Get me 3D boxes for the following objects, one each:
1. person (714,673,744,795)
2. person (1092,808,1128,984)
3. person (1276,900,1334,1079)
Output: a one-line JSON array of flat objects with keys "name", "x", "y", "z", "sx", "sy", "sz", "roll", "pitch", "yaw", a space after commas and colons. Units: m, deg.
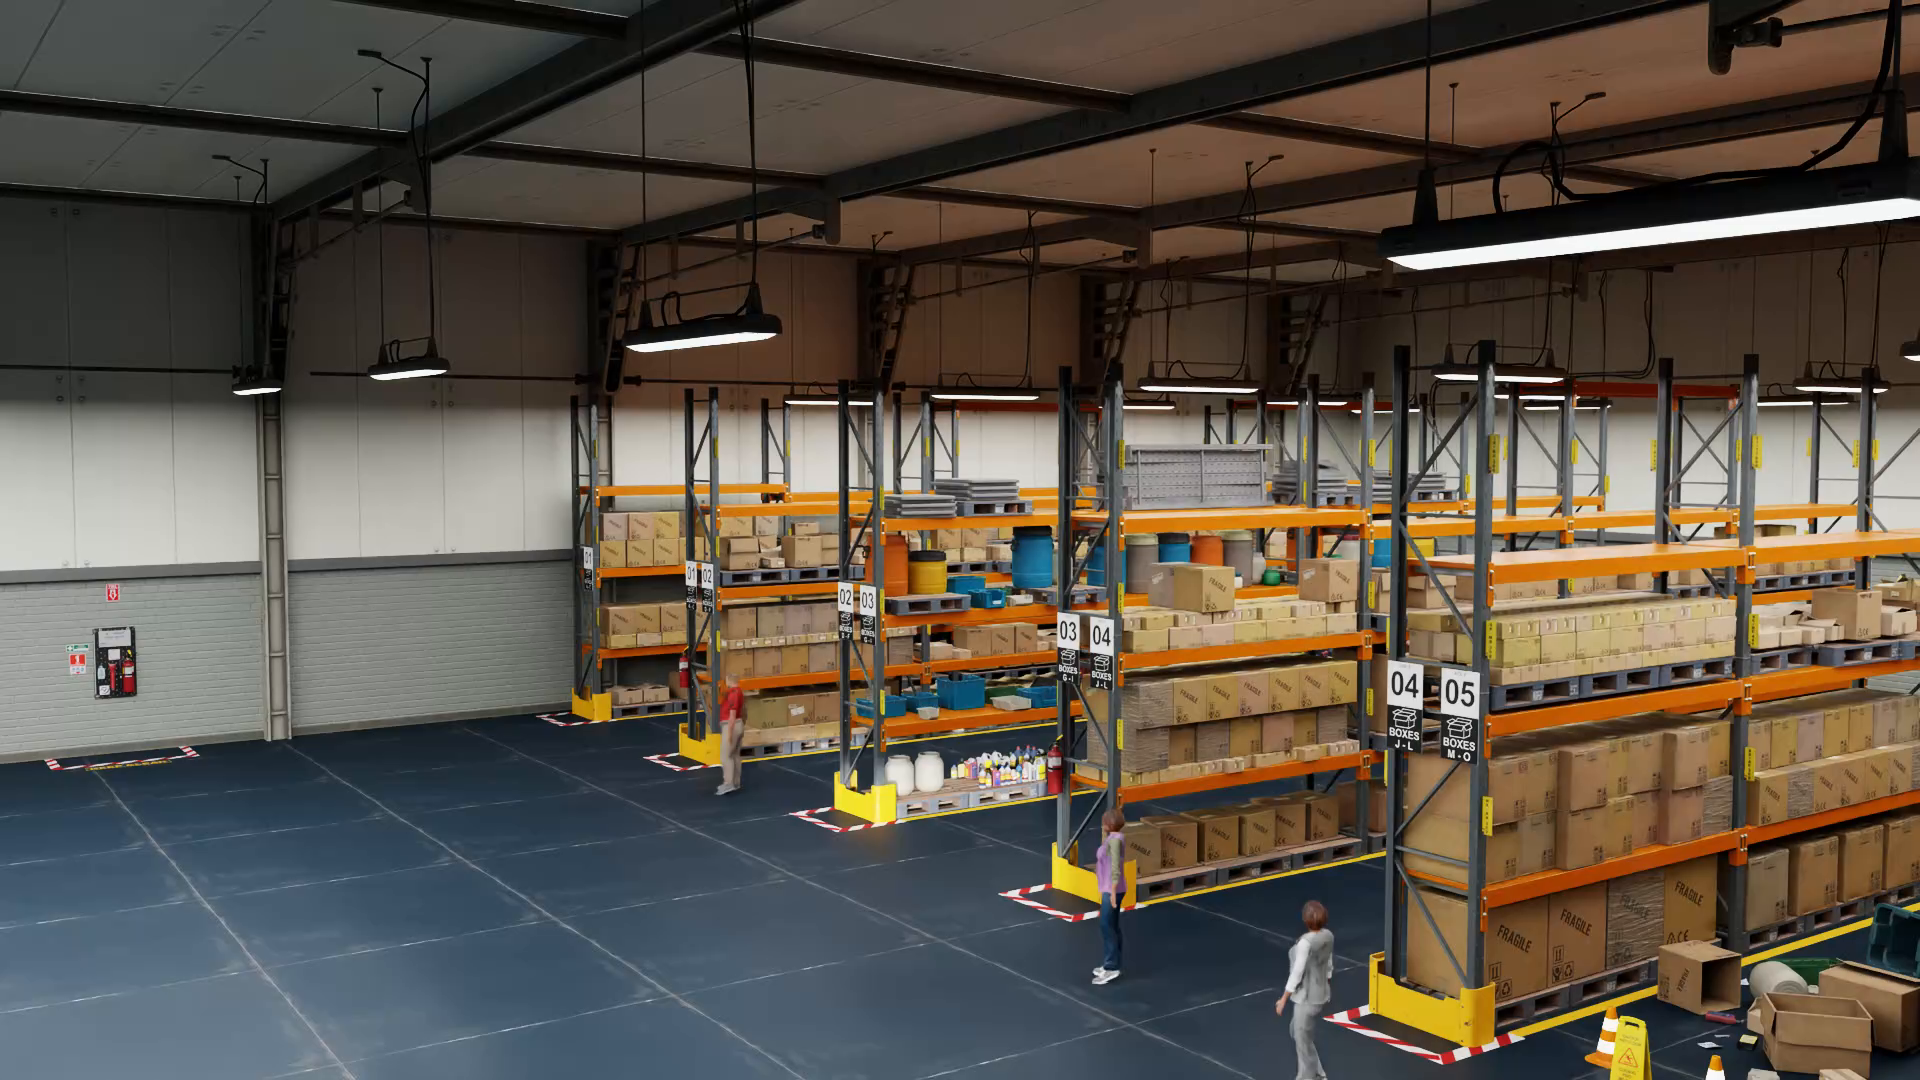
[{"name": "person", "x": -3.393, "y": 2.845, "z": 24.486, "sx": 0.385, "sy": 1.777, "sz": 0.604, "roll": 0, "pitch": 3, "yaw": 4}, {"name": "person", "x": 1.447, "y": 3.414, "z": 15.996, "sx": 0.332, "sy": 1.610, "sz": 0.506, "roll": 1, "pitch": 3, "yaw": 9}, {"name": "person", "x": 2.680, "y": 3.597, "z": 12.960, "sx": 0.405, "sy": 1.619, "sz": 0.442, "roll": 2, "pitch": 4, "yaw": 28}]
